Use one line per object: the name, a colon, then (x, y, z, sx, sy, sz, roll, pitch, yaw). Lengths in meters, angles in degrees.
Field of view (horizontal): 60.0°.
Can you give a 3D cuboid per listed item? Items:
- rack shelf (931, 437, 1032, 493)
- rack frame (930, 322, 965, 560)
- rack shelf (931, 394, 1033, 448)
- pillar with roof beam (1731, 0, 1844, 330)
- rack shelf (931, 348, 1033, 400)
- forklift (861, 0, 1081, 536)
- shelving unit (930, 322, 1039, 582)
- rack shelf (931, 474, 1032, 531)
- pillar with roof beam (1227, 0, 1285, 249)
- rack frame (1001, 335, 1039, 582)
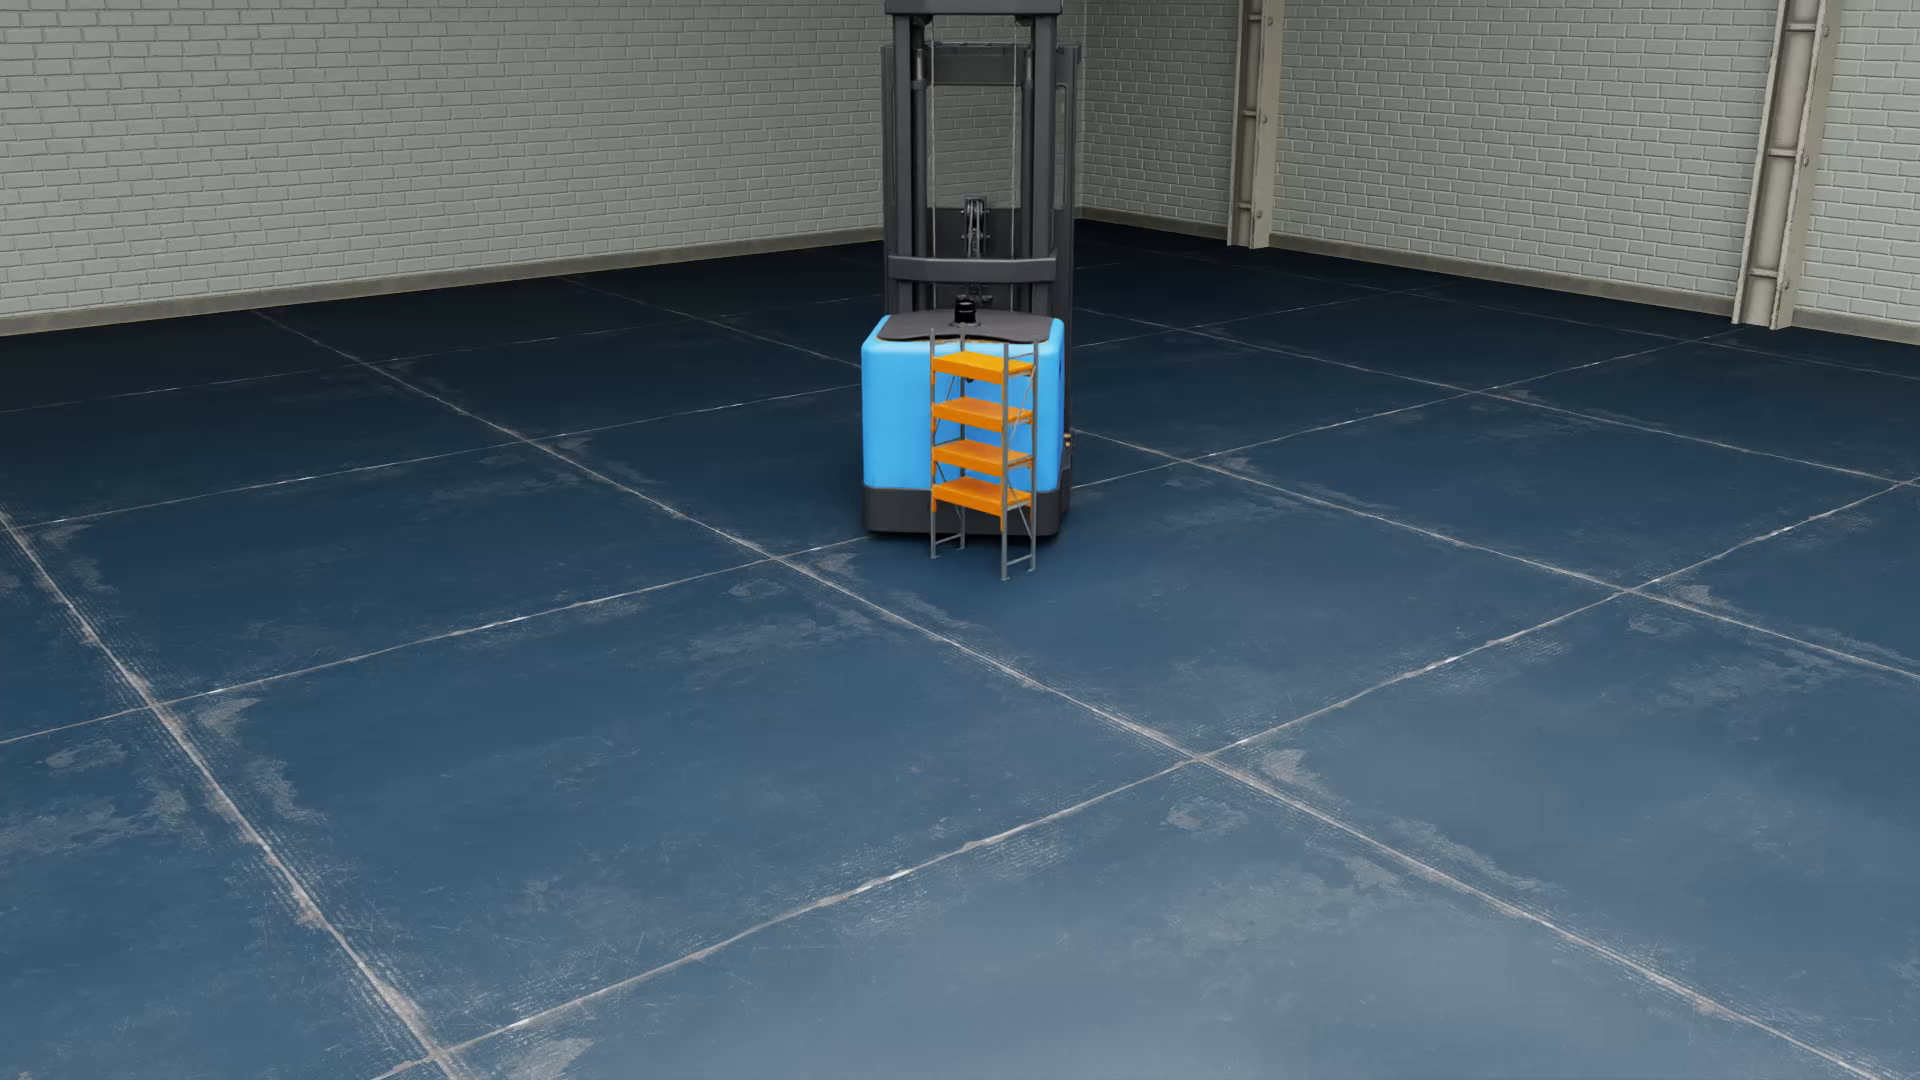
rack shelf: (0.116, -0.380, 8.315, 0.480, 0.148, 0.258, 16, 24, 41)
rack frame: (-0.062, -0.496, 8.453, 0.015, 1.200, 0.240, 16, 24, 41)
rack shelf: (0.116, -0.592, 8.245, 0.480, 0.148, 0.258, 16, 24, 41)
pillar with roof beam: (3.653, -5.324, 10.626, 9.100, 9.000, 0.400, -14, 23, -36)
rack shelf: (0.116, -0.817, 8.171, 0.480, 0.148, 0.258, 16, 24, 41)
forklift: (0.131, -1.829, 9.722, 1.130, 2.935, 3.031, 2, 18, 5)
shelving unit: (0.116, -0.444, 8.294, 0.503, 1.200, 0.258, 16, 24, 41)
rack shelf: (0.116, -0.192, 8.378, 0.480, 0.148, 0.258, 16, 24, 41)
pillar with roof beam: (-0.072, -6.803, 15.091, 9.100, 9.000, 0.400, -14, 23, -36)
rack frame: (0.293, -0.391, 8.135, 0.015, 1.200, 0.240, 16, 24, 41)
